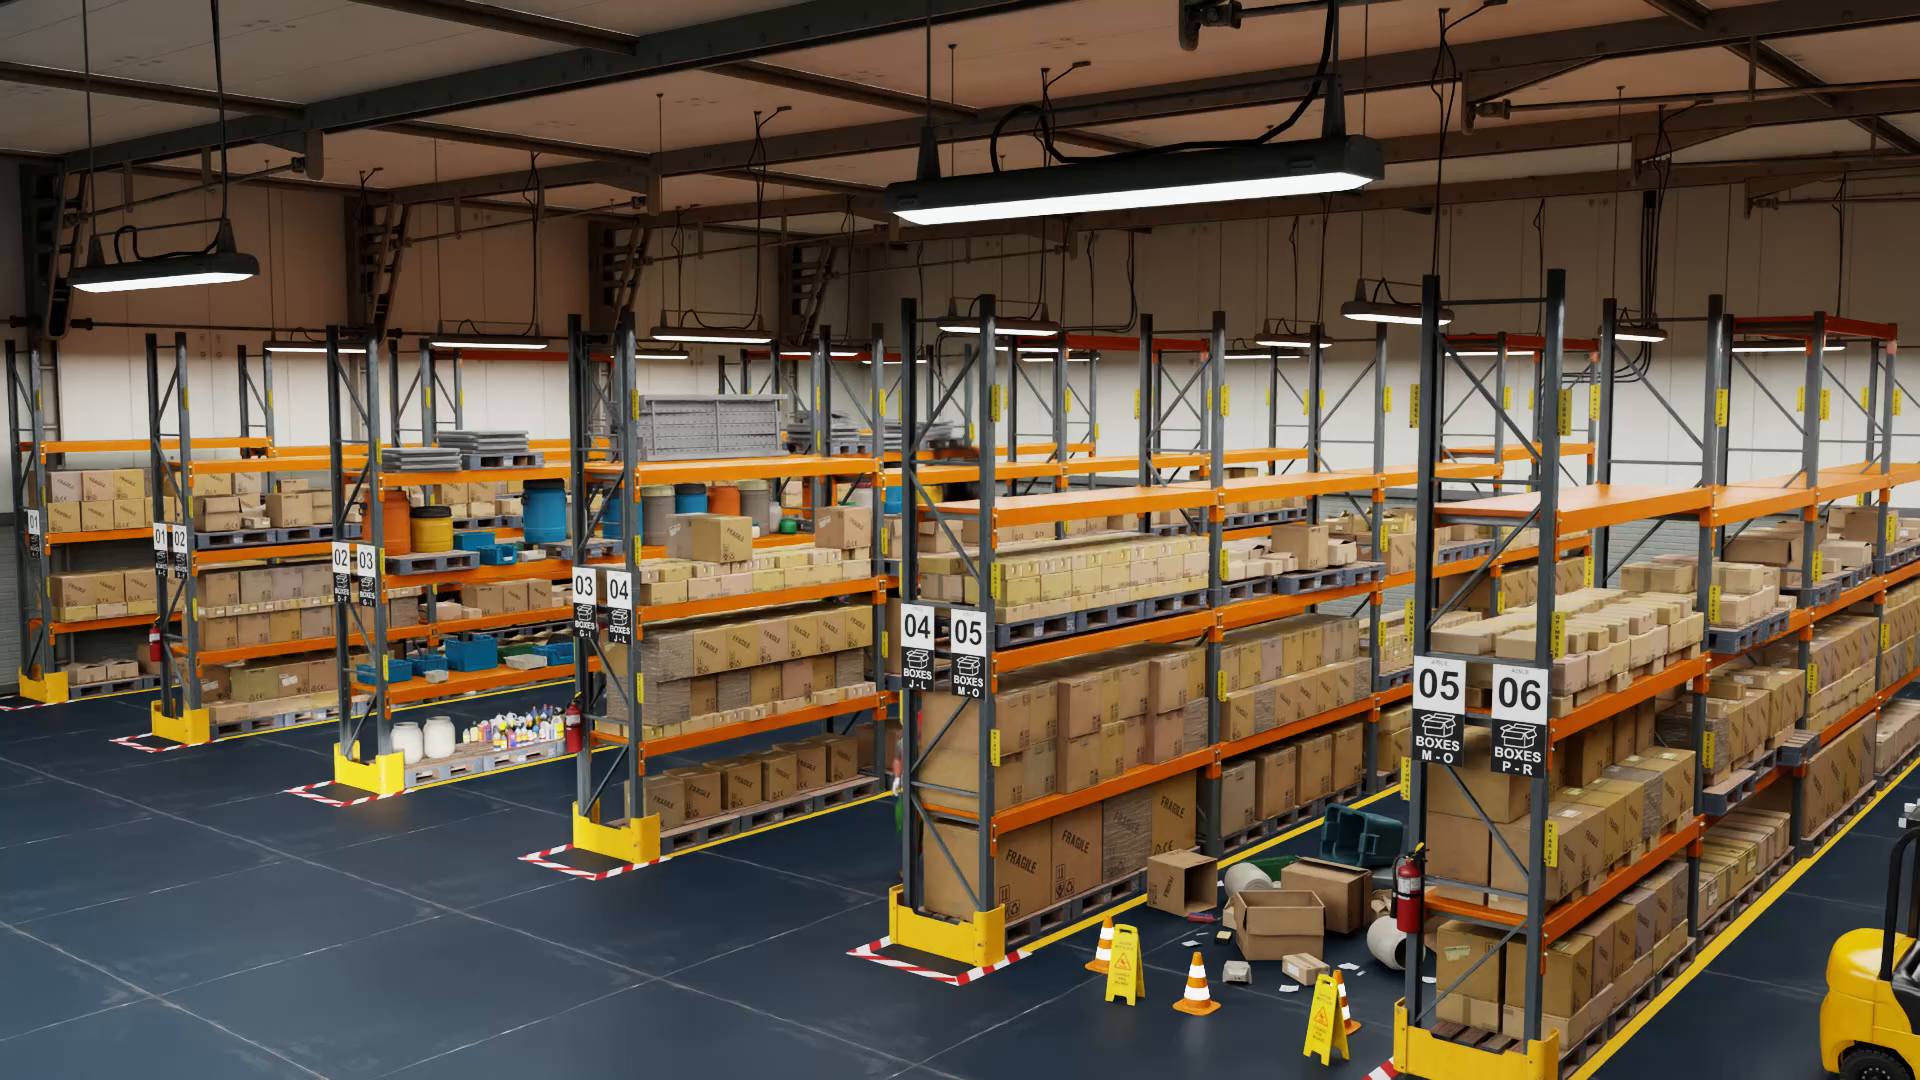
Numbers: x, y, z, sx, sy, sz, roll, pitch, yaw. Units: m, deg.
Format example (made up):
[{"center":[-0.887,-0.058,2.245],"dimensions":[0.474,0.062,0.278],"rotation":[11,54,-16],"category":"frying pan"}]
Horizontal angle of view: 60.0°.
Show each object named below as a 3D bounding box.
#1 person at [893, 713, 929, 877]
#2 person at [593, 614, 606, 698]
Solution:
[{"center":[-0.422,2.701,17.834],"dimensions":[0.680,1.746,0.648],"rotation":[2,6,25],"category":"person"},{"center":[-5.966,1.863,27.374],"dimensions":[0.518,1.696,0.887],"rotation":[3,6,32],"category":"person"}]
